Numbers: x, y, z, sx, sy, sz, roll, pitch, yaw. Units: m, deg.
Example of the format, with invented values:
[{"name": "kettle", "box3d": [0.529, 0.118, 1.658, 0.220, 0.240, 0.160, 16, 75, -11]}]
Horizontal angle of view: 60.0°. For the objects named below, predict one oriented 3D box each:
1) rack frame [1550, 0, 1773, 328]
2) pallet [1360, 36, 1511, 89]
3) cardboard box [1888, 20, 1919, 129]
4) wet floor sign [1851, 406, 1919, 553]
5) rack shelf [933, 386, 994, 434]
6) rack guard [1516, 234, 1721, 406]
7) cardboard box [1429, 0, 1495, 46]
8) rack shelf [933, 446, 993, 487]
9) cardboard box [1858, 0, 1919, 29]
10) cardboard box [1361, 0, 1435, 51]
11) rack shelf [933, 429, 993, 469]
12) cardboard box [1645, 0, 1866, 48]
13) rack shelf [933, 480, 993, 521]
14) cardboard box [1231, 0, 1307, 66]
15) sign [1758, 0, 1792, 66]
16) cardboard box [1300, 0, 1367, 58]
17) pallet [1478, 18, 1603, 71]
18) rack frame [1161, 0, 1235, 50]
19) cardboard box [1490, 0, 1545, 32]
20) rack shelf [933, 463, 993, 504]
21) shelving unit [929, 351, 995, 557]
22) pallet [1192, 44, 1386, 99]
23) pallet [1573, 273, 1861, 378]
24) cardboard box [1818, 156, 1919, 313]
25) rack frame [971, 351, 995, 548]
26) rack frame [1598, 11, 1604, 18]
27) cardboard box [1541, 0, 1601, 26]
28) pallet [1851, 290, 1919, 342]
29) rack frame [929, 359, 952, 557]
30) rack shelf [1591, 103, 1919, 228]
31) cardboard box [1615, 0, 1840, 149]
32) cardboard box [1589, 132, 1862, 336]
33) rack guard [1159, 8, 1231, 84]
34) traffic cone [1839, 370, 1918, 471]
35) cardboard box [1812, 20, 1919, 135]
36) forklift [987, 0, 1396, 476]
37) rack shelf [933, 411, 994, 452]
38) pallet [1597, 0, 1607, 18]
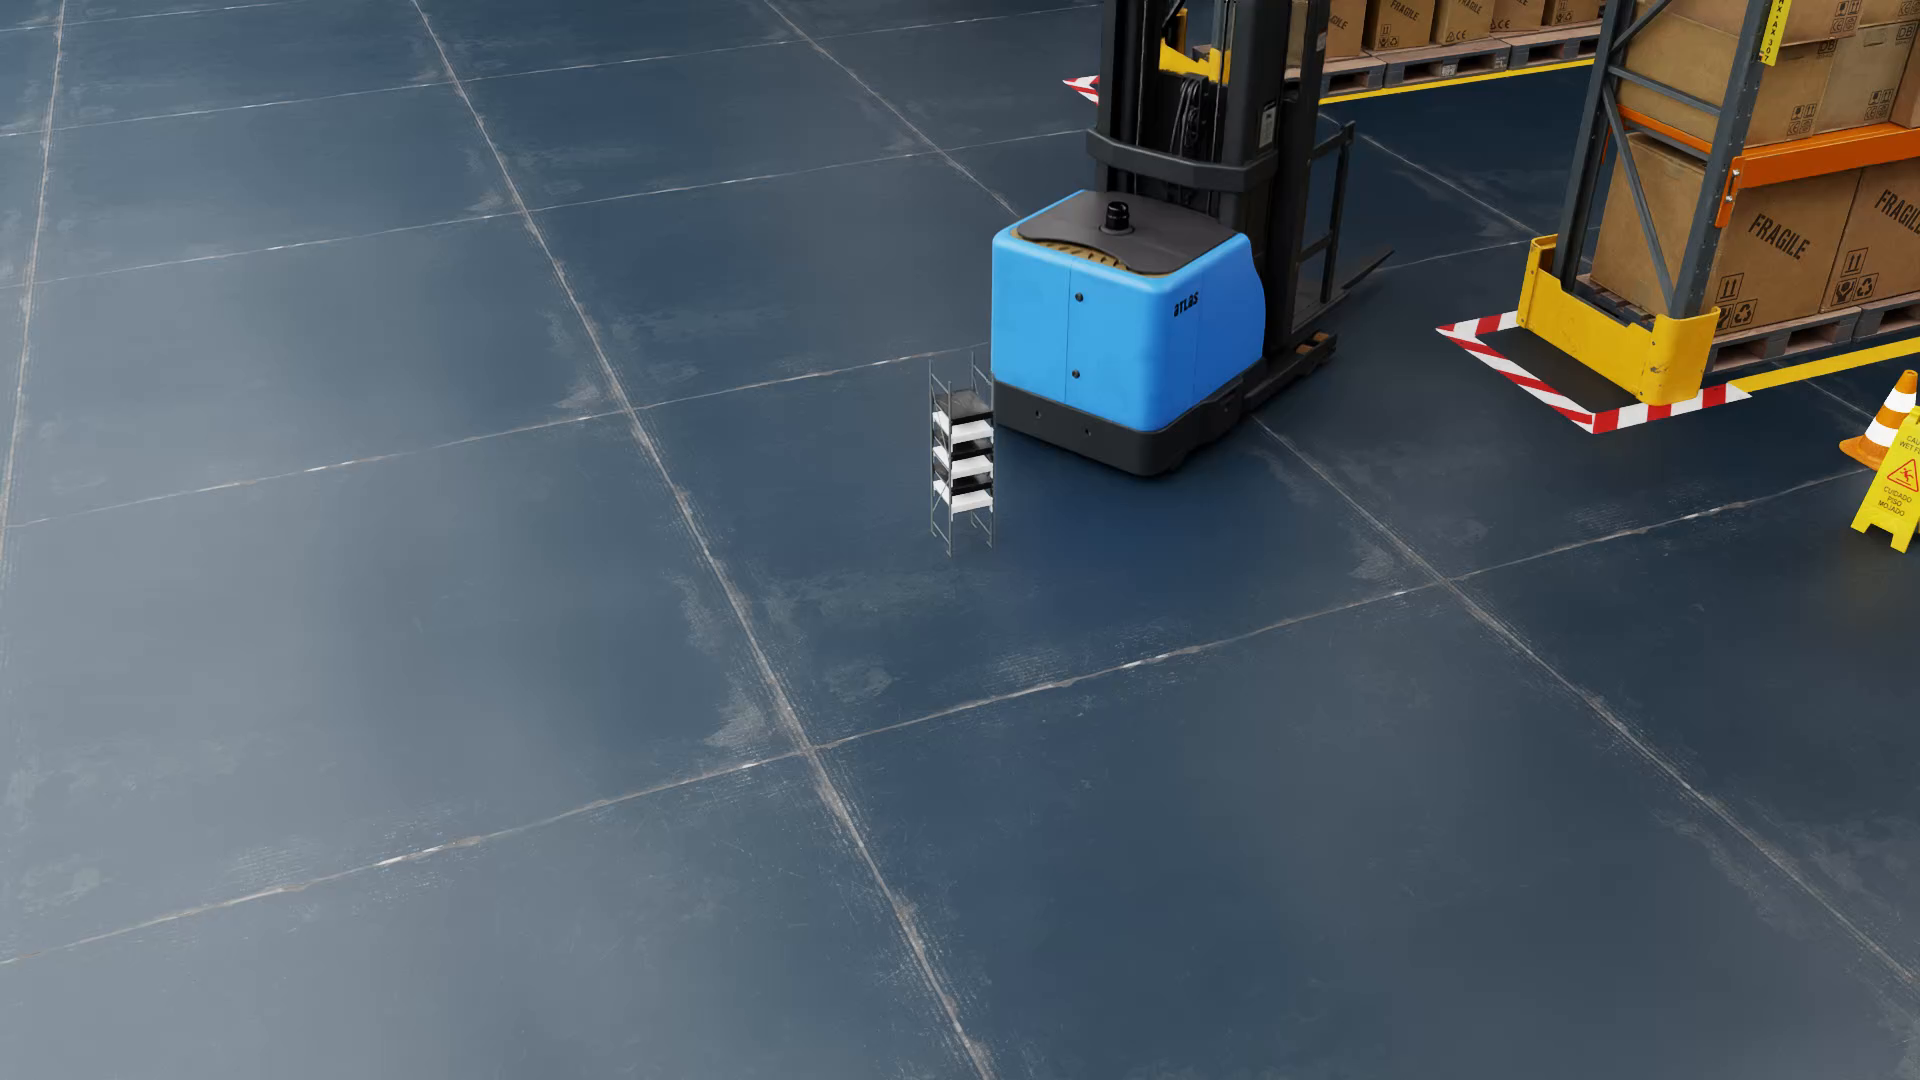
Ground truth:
[{"name": "rack frame", "box3d": [3.630, -2.292, 8.523, 0.127, 3.000, 1.000, -13, 35, -19]}, {"name": "pallet", "box3d": [3.759, -4.064, 13.803, 1.213, 0.211, 1.003, -13, 35, -19]}, {"name": "cardboard box", "box3d": [5.018, -2.639, 8.917, 0.550, 0.550, 0.875, -13, 35, -19]}, {"name": "wet floor sign", "box3d": [4.370, -0.304, 7.625, 0.232, 0.644, 0.267, -19, 38, -27]}, {"name": "rack shelf", "box3d": [0.007, -0.577, 7.378, 0.200, 0.077, 0.258, -13, 35, -19]}, {"name": "rack guard", "box3d": [3.608, -1.240, 9.197, 0.348, 0.500, 1.175, -13, 35, -19]}, {"name": "cardboard box", "box3d": [4.040, -4.421, 13.701, 0.500, 0.500, 0.500, -16, 36, -23]}, {"name": "rack shelf", "box3d": [0.007, -0.351, 7.525, 0.200, 0.077, 0.258, -13, 35, -19]}, {"name": "cardboard box", "box3d": [4.459, -3.029, 8.528, 0.550, 0.550, 0.875, -13, 35, -19]}, {"name": "cardboard box", "box3d": [3.508, -4.326, 13.555, 0.500, 0.500, 0.500, -10, 34, -14]}, {"name": "rack shelf", "box3d": [0.007, -0.426, 7.476, 0.200, 0.077, 0.258, -13, 35, -19]}, {"name": "cardboard box", "box3d": [3.987, -2.867, 8.278, 0.550, 0.550, 0.875, -13, 35, -19]}, {"name": "rack shelf", "box3d": [0.007, -0.200, 7.624, 0.200, 0.077, 0.258, -13, 35, -19]}, {"name": "cardboard box", "box3d": [2.385, -4.060, 13.146, 0.500, 0.500, 0.500, -7, 34, -10]}, {"name": "sign", "box3d": [3.839, -2.408, 7.834, 0.005, 0.325, 0.100, -13, 35, -19]}, {"name": "cardboard box", "box3d": [2.923, -4.203, 13.366, 0.500, 0.500, 0.500, -4, 33, -6]}, {"name": "pallet", "box3d": [4.886, -4.324, 14.202, 1.213, 0.211, 1.003, -13, 35, -19]}, {"name": "rack frame", "box3d": [1.803, -4.808, 12.389, 0.127, 3.000, 1.000, -13, 35, -19]}, {"name": "cardboard box", "box3d": [4.582, -4.592, 13.963, 0.500, 0.500, 0.500, -2, 33, -4]}, {"name": "rack shelf", "box3d": [0.007, -0.276, 7.574, 0.200, 0.077, 0.258, -13, 35, -19]}, {"name": "shelving unit", "box3d": [0.007, -0.379, 7.507, 0.210, 0.900, 0.258, -13, 35, -19]}, {"name": "pallet", "box3d": [2.636, -3.809, 13.410, 1.213, 0.211, 1.003, -13, 35, -19]}, {"name": "pallet", "box3d": [4.337, -1.332, 9.603, 1.213, 0.211, 1.003, -13, 35, -19]}, {"name": "cardboard box", "box3d": [5.040, -1.941, 9.546, 0.875, 0.875, 0.875, -13, 35, -20]}, {"name": "rack frame", "box3d": [0.101, -0.400, 7.540, 0.006, 0.900, 0.240, -13, 35, -19]}, {"name": "rack frame", "box3d": [5.491, -5.652, 13.687, 0.127, 3.000, 1.000, -13, 35, -19]}, {"name": "cardboard box", "box3d": [5.107, -4.716, 14.155, 0.500, 0.500, 0.500, -14, 36, -20]}, {"name": "pallet", "box3d": [5.460, -1.587, 9.996, 1.213, 0.211, 1.003, -13, 35, -19]}, {"name": "rack frame", "box3d": [-0.086, -0.357, 7.474, 0.006, 0.900, 0.240, -13, 35, -19]}, {"name": "rack shelf", "box3d": [5.474, -2.413, 9.368, 4.000, 0.370, 1.077, -13, 35, -19]}, {"name": "cardboard box", "box3d": [3.955, -2.456, 8.637, 0.550, 0.550, 0.875, -13, 35, -19]}, {"name": "cardboard box", "box3d": [4.230, -1.754, 9.259, 0.875, 0.875, 0.875, -13, 35, -19]}, {"name": "rack guard", "box3d": [1.873, -3.776, 13.095, 0.348, 0.500, 1.175, -13, 35, -19]}, {"name": "traffic cone", "box3d": [4.670, -0.627, 8.290, 0.334, 0.463, 0.336, -13, 35, -19]}, {"name": "cardboard box", "box3d": [4.453, -2.584, 8.833, 0.550, 0.550, 0.875, -13, 35, -19]}, {"name": "forklift", "box3d": [1.445, -2.283, 8.571, 1.130, 2.935, 3.031, 23, 40, 31]}, {"name": "rack shelf", "box3d": [0.007, -0.502, 7.427, 0.200, 0.077, 0.258, -13, 35, -19]}, {"name": "pallet", "box3d": [6.209, -4.649, 14.701, 1.213, 0.211, 1.003, -13, 35, -19]}]
